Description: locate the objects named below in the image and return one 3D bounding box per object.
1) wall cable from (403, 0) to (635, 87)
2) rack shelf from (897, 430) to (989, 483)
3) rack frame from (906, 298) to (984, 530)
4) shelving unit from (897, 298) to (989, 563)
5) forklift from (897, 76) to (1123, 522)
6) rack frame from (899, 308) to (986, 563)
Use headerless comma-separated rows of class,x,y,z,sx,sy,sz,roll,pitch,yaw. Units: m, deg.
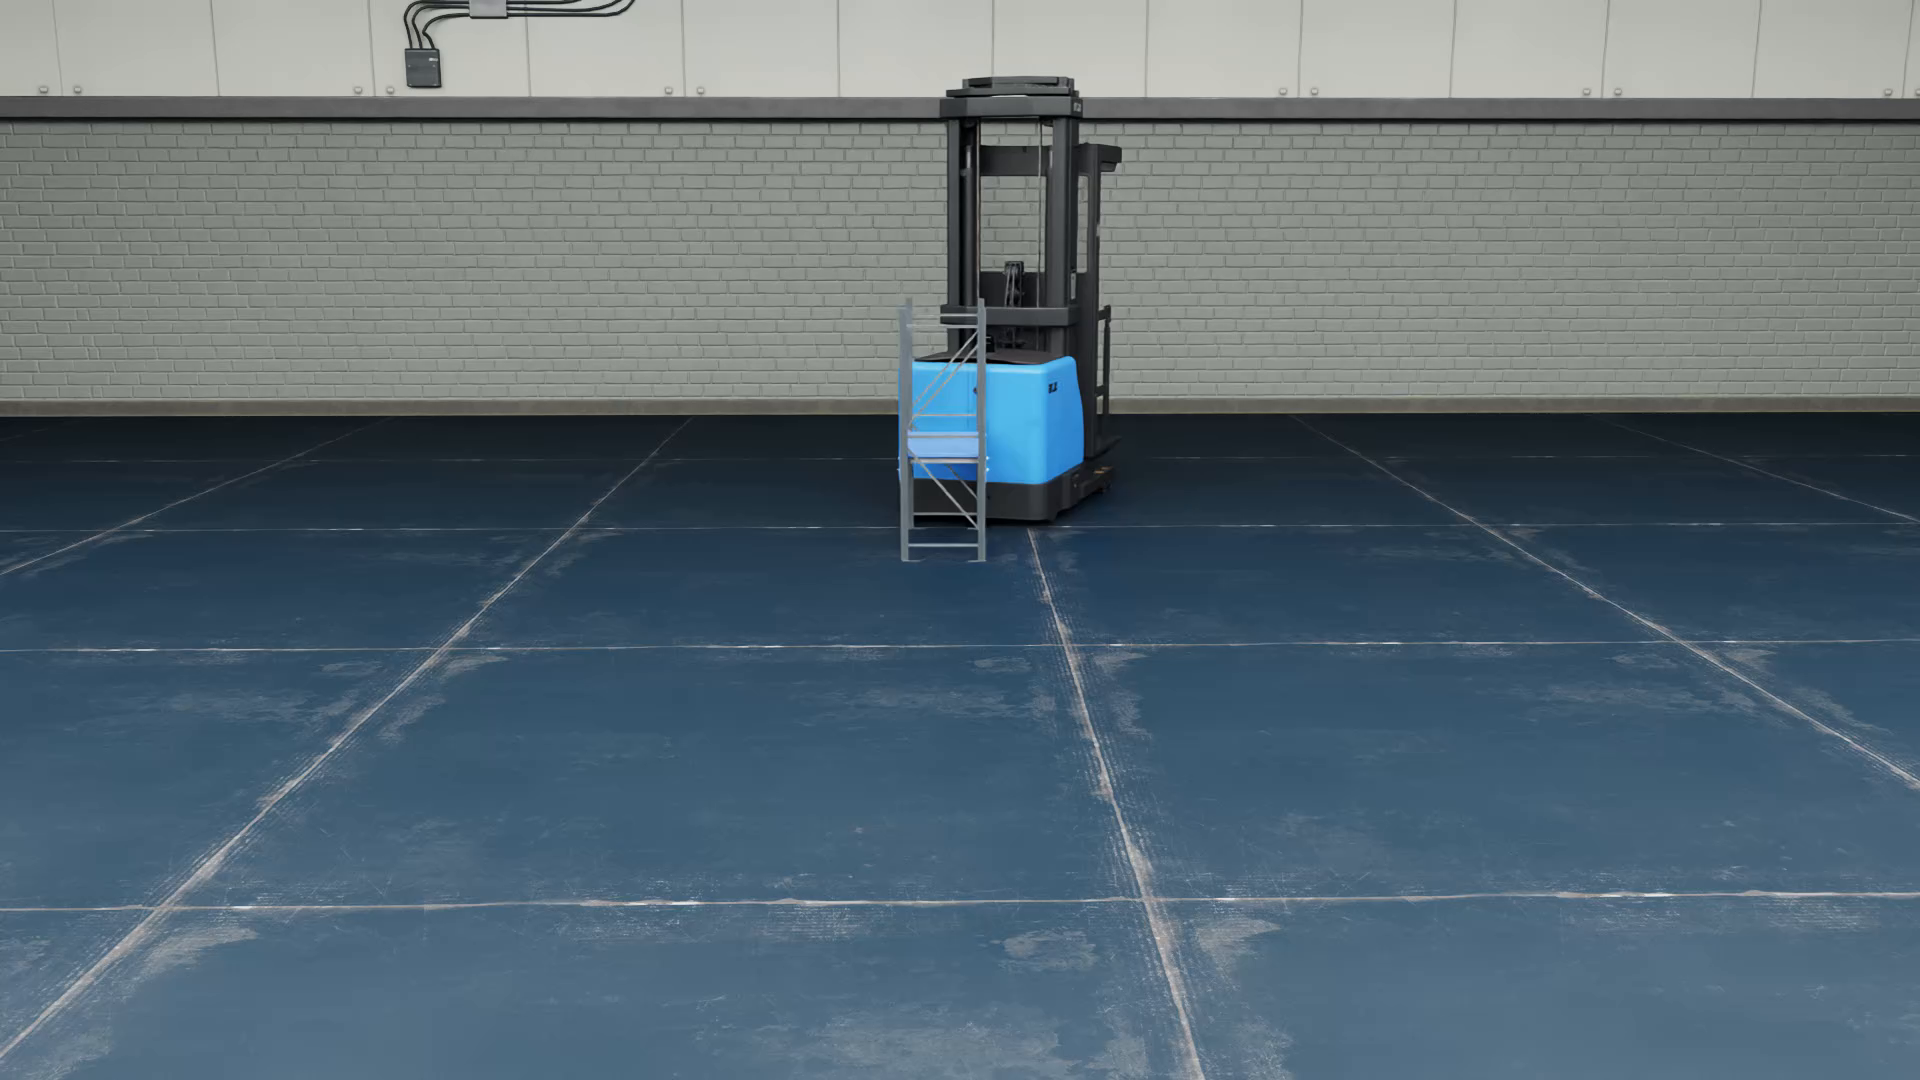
wall cable,-4.175,-7.324,15.476,2.305,6.003,0.169,0,11,-1
rack shelf,-0.098,-0.527,10.288,0.538,0.185,1.000,0,11,0
rack frame,-0.096,-0.804,10.750,0.500,1.500,0.032,0,11,0
shelving unit,-0.098,-0.703,10.252,0.538,1.500,1.048,0,11,0
forklift,0.530,-1.804,12.079,1.130,2.935,3.031,4,12,18
rack frame,-0.100,-0.602,9.754,0.500,1.500,0.032,0,11,0
